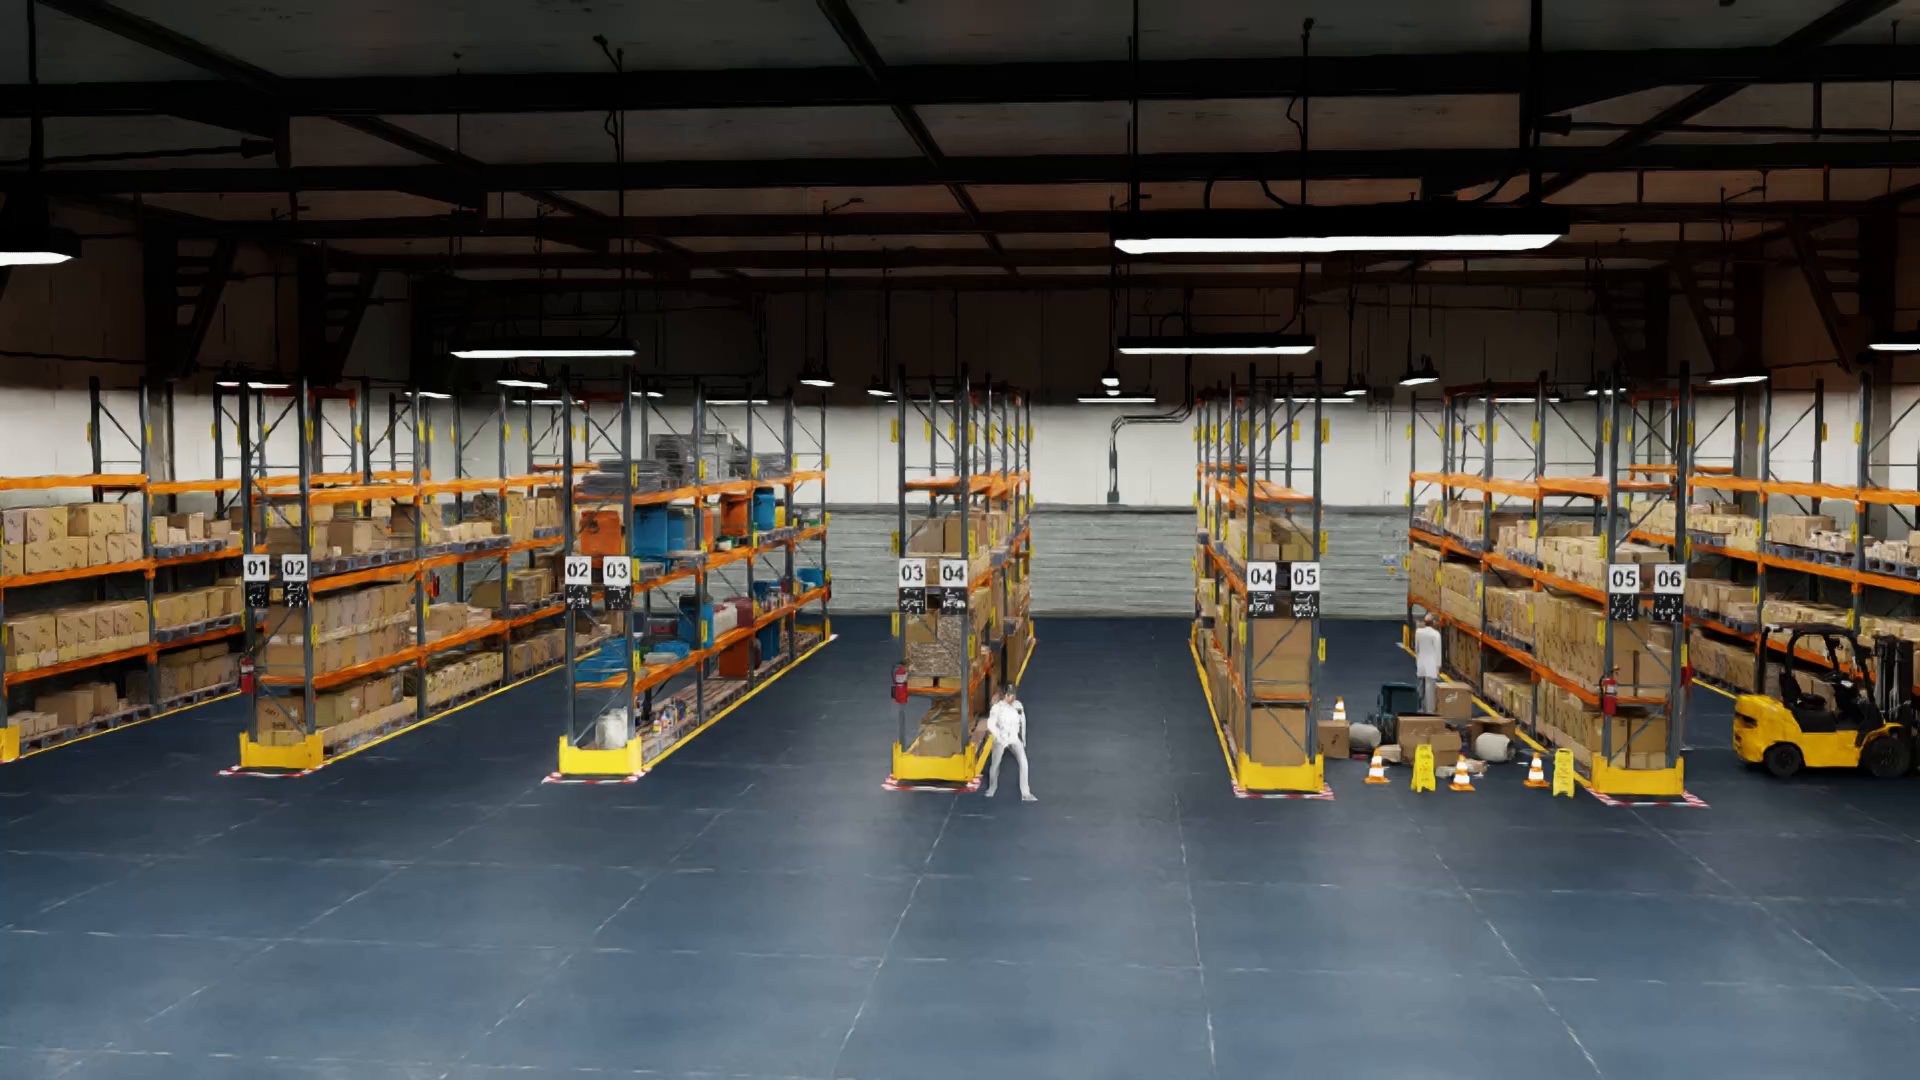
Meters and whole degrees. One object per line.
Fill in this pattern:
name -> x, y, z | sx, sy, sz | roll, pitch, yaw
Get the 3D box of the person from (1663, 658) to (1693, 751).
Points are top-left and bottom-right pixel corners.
person -> 11.373, 2.436, 26.330 | 0.457, 1.733, 0.593 | -2, 4, -26

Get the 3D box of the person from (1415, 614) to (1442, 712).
person -> 8.344, 2.204, 29.479 | 0.504, 1.788, 0.640 | -2, 4, -26

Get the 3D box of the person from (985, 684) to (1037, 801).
person -> 0.658, 2.734, 22.698 | 0.643, 1.612, 0.782 | -1, 4, -12
